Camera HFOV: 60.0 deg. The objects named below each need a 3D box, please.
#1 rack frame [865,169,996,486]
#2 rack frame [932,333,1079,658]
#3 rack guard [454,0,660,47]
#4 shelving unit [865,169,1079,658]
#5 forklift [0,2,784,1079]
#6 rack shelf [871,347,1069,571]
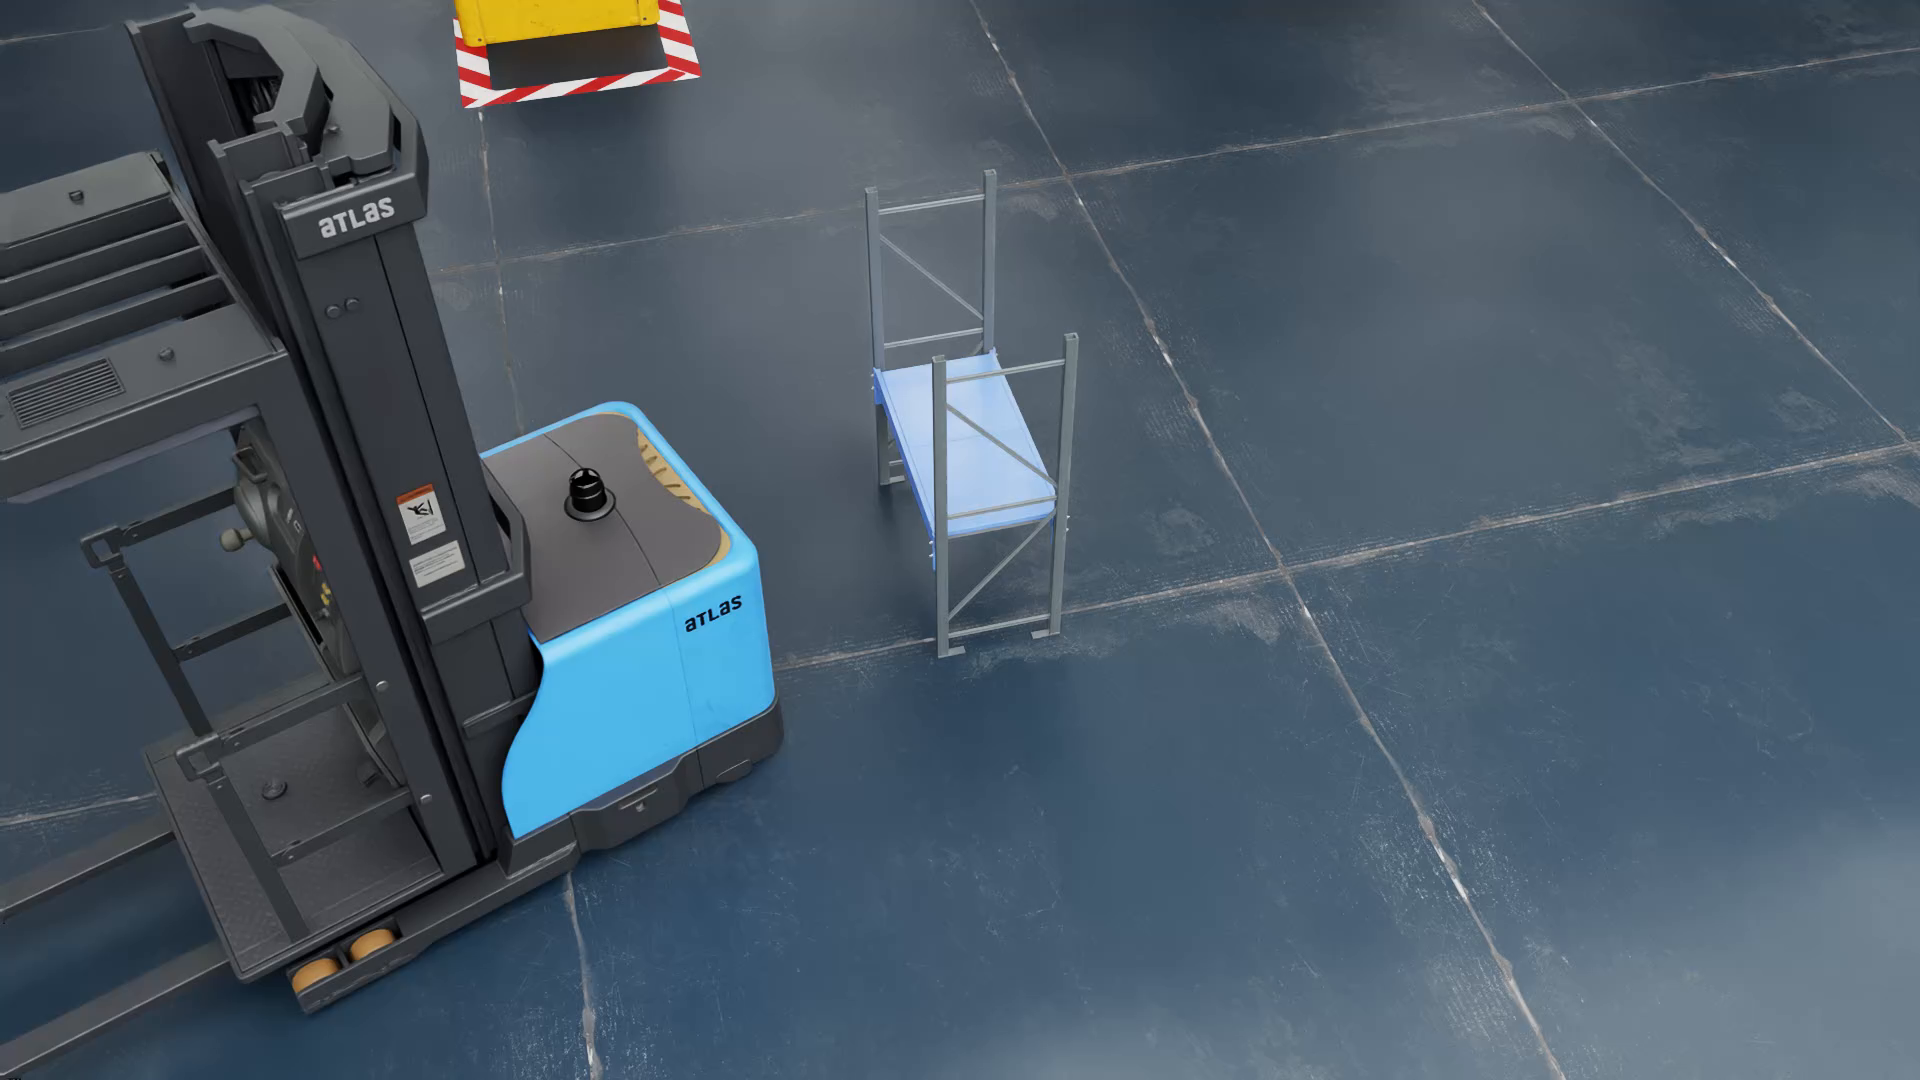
[{"bbox_3d":[-0.108,-0.817,6.751,0.500,1.500,0.032,-11,47,-10],"label":"rack frame"},{"bbox_3d":[0.152,-0.115,6.063,0.500,1.500,0.032,-11,47,-10],"label":"rack frame"},{"bbox_3d":[-2.417,-3.317,9.901,1.175,0.500,0.348,-11,47,-10],"label":"rack guard"},{"bbox_3d":[0.022,-0.466,6.407,0.538,1.500,1.048,-11,47,-10],"label":"shelving unit"},{"bbox_3d":[-2.156,0.081,4.869,3.031,2.935,1.130,-26,51,-23],"label":"forklift"},{"bbox_3d":[0.022,-0.340,6.536,0.538,0.185,1.000,-11,47,-10],"label":"rack shelf"}]
